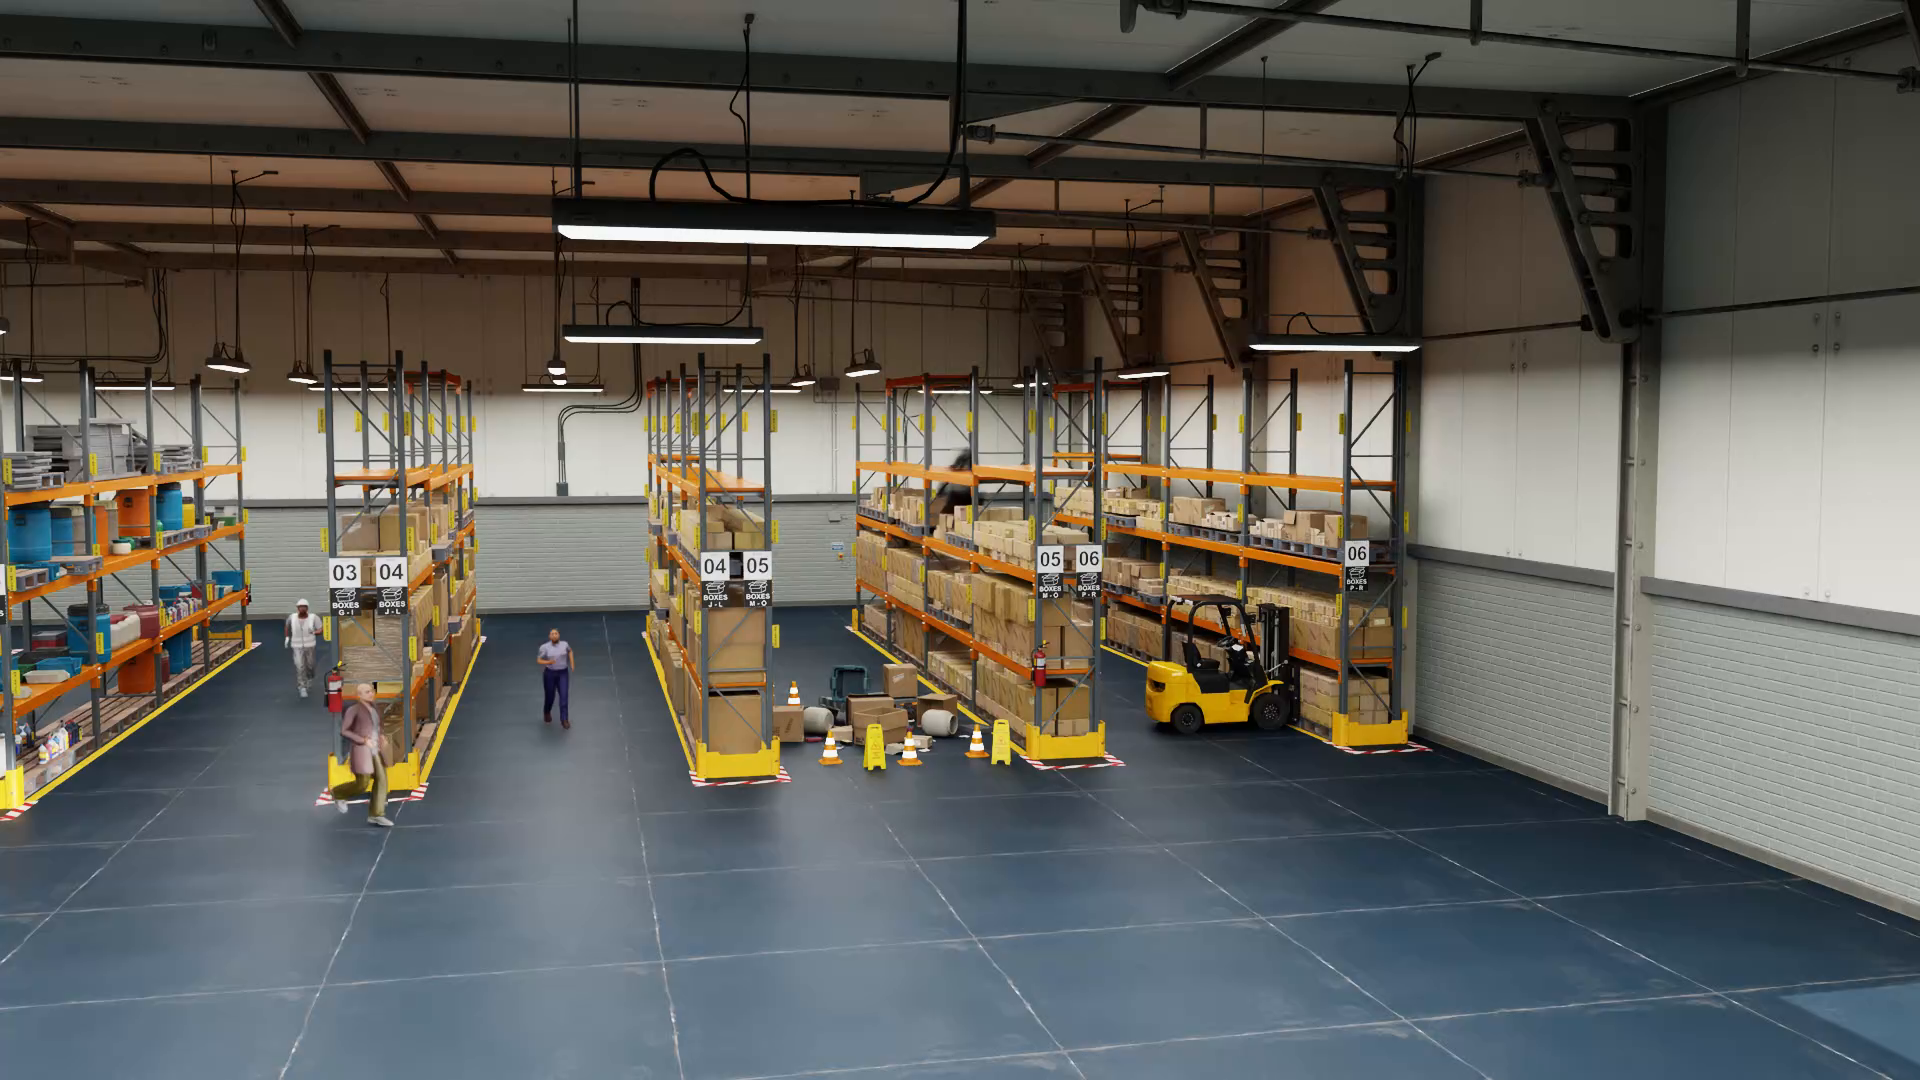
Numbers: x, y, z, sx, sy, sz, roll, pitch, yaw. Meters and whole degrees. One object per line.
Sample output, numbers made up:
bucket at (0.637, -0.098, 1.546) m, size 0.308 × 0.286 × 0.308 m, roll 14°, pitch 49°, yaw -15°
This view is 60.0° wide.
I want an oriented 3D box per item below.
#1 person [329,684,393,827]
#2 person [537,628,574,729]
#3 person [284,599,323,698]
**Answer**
person at (-7.486, 2.686, 20.887) m, size 0.928 × 1.779 × 0.715 m, roll 2°, pitch 4°, yaw 23°
person at (-6.653, 2.249, 27.413) m, size 0.613 × 1.602 × 1.037 m, roll -2°, pitch 4°, yaw -21°
person at (-12.049, 1.960, 30.559) m, size 0.686 × 1.763 × 0.970 m, roll -1°, pitch 4°, yaw -20°
